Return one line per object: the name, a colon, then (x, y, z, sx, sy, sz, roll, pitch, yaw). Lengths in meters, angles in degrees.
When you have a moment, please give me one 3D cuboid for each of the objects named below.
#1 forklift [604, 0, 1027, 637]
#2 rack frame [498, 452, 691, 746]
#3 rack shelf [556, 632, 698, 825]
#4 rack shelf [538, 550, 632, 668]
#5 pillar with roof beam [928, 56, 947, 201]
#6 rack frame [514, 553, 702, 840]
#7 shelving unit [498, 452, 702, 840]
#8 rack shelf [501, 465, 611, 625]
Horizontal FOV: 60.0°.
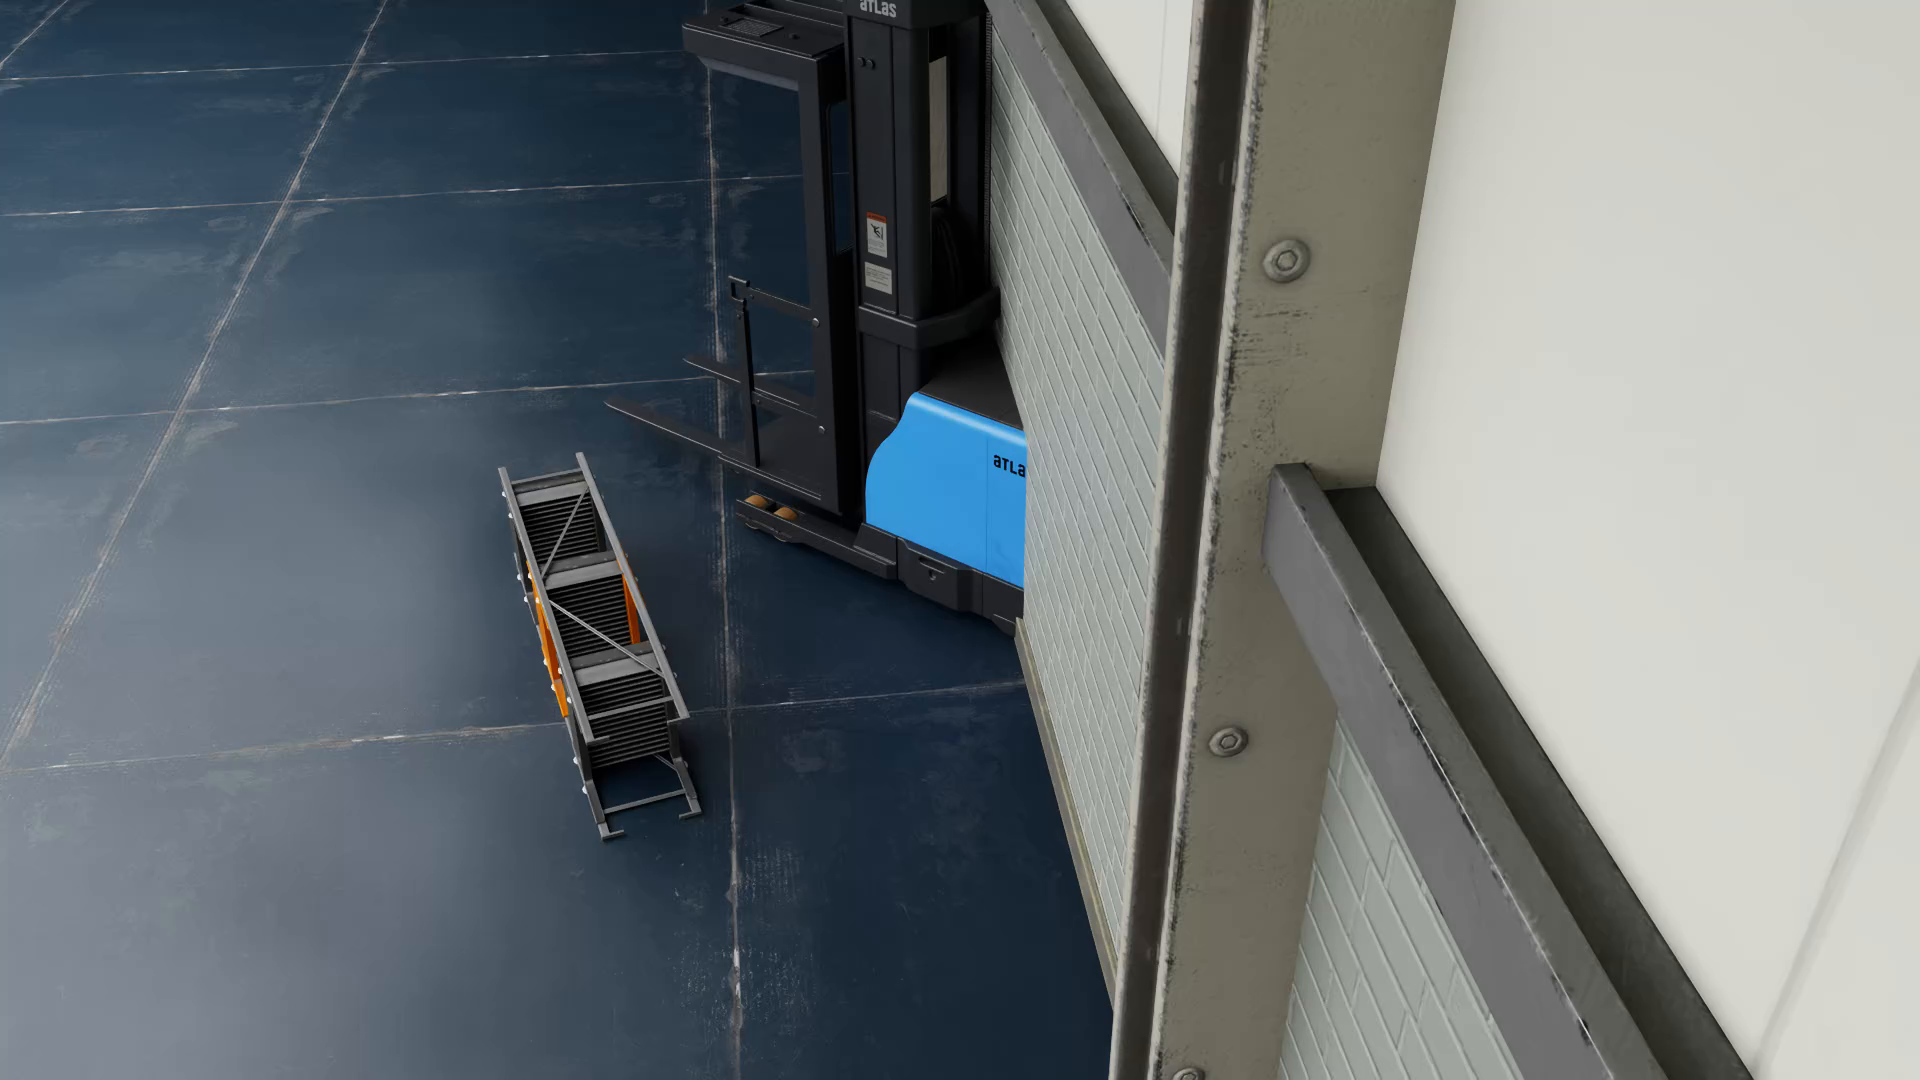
forklift: (-0.503, -1.419, 7.730, 3.031, 2.935, 1.130, 22, 40, 29)
rack frame: (-1.604, 0.175, 7.101, 0.400, 0.015, 2.100, -13, 36, -18)
rack shelf: (-1.340, 0.750, 6.691, 0.431, 0.480, 0.518, -13, 36, -18)
rack shelf: (-1.650, 0.312, 7.333, 0.368, 0.457, 0.174, -13, 36, -18)
pillar with roof beam: (-4.494, -4.428, 6.757, 9.100, 9.000, 0.400, -4, 35, -6)
rack frame: (-1.604, 0.578, 7.376, 0.400, 0.015, 2.100, -13, 36, -18)
shelving unit: (-1.604, 0.377, 7.238, 0.431, 0.503, 2.100, -13, 36, -18)
rack shelf: (-1.858, 0.018, 7.765, 0.431, 0.480, 0.518, -13, 36, -18)
